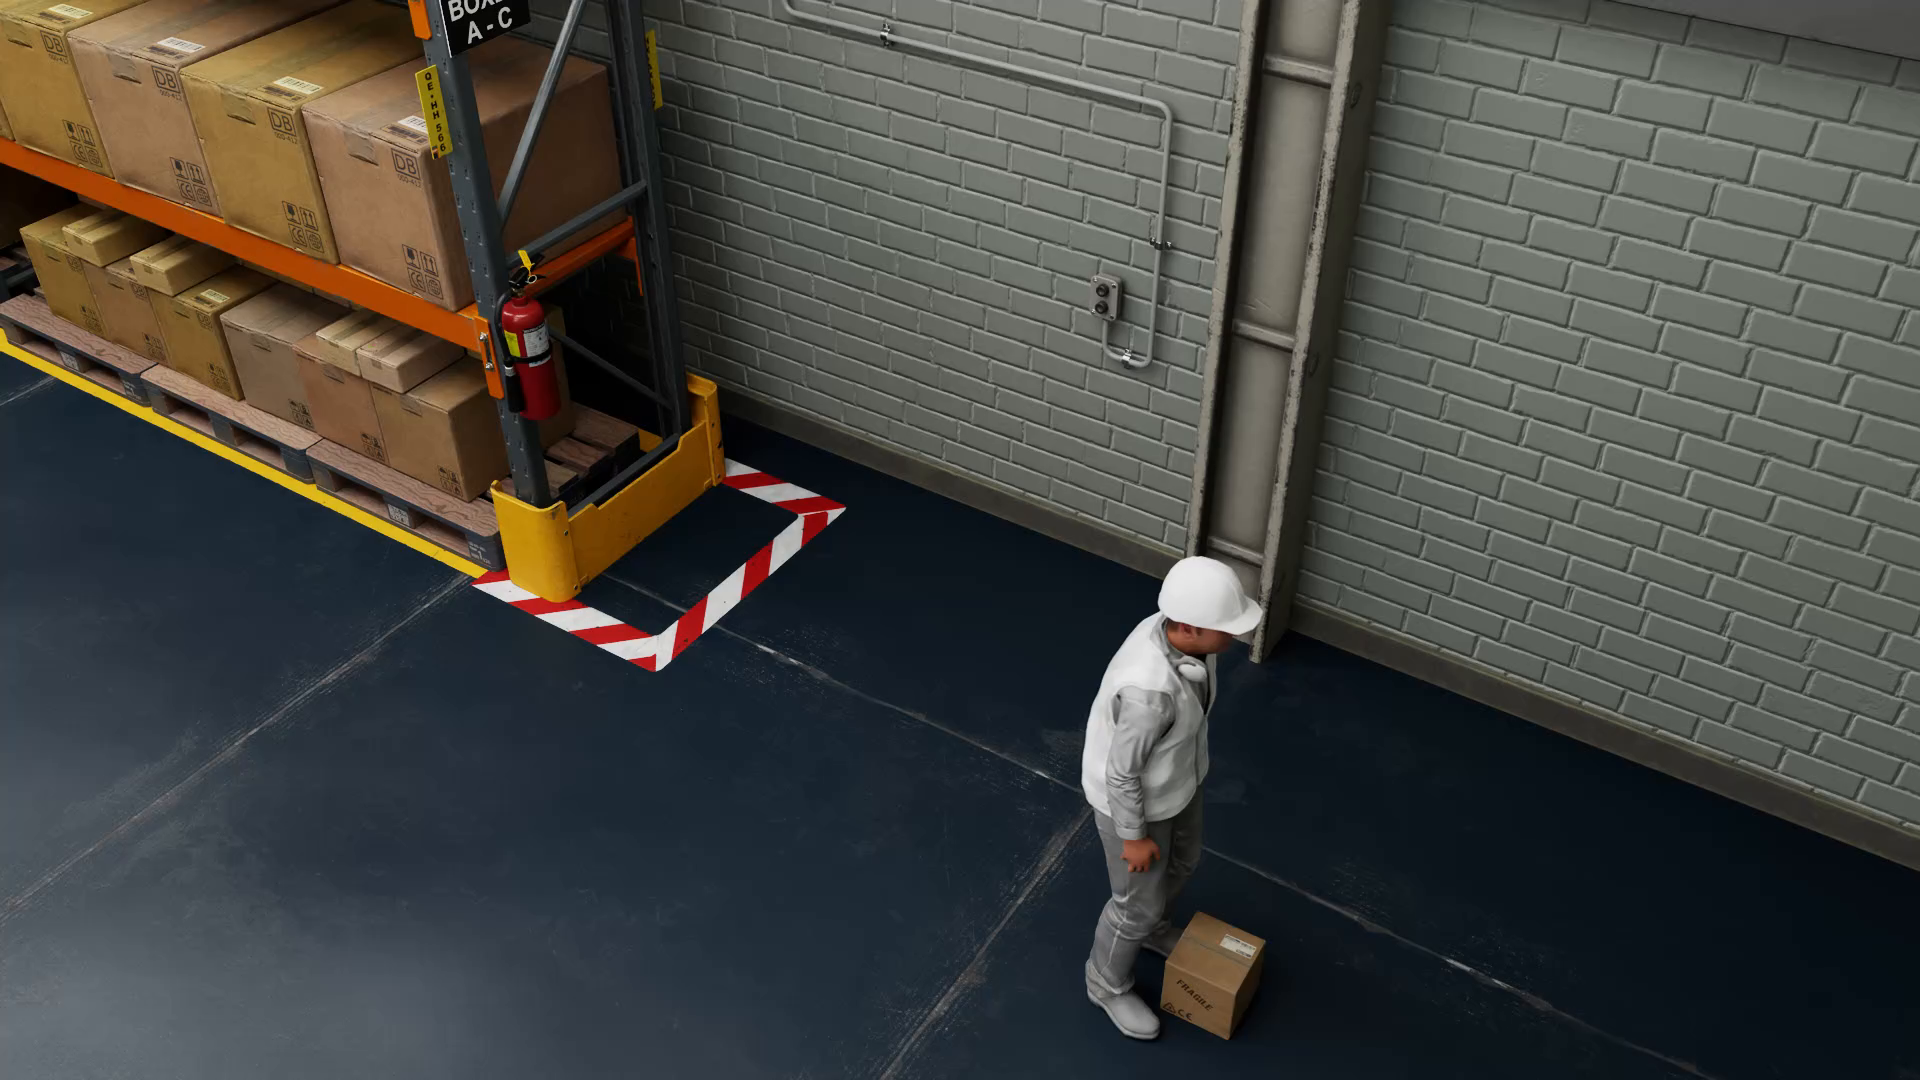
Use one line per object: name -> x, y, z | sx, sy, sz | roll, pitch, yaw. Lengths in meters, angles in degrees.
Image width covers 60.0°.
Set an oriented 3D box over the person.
person -> 0.620, 0.759, 5.165 | 0.464, 1.771, 0.593 | 19, 42, 22
